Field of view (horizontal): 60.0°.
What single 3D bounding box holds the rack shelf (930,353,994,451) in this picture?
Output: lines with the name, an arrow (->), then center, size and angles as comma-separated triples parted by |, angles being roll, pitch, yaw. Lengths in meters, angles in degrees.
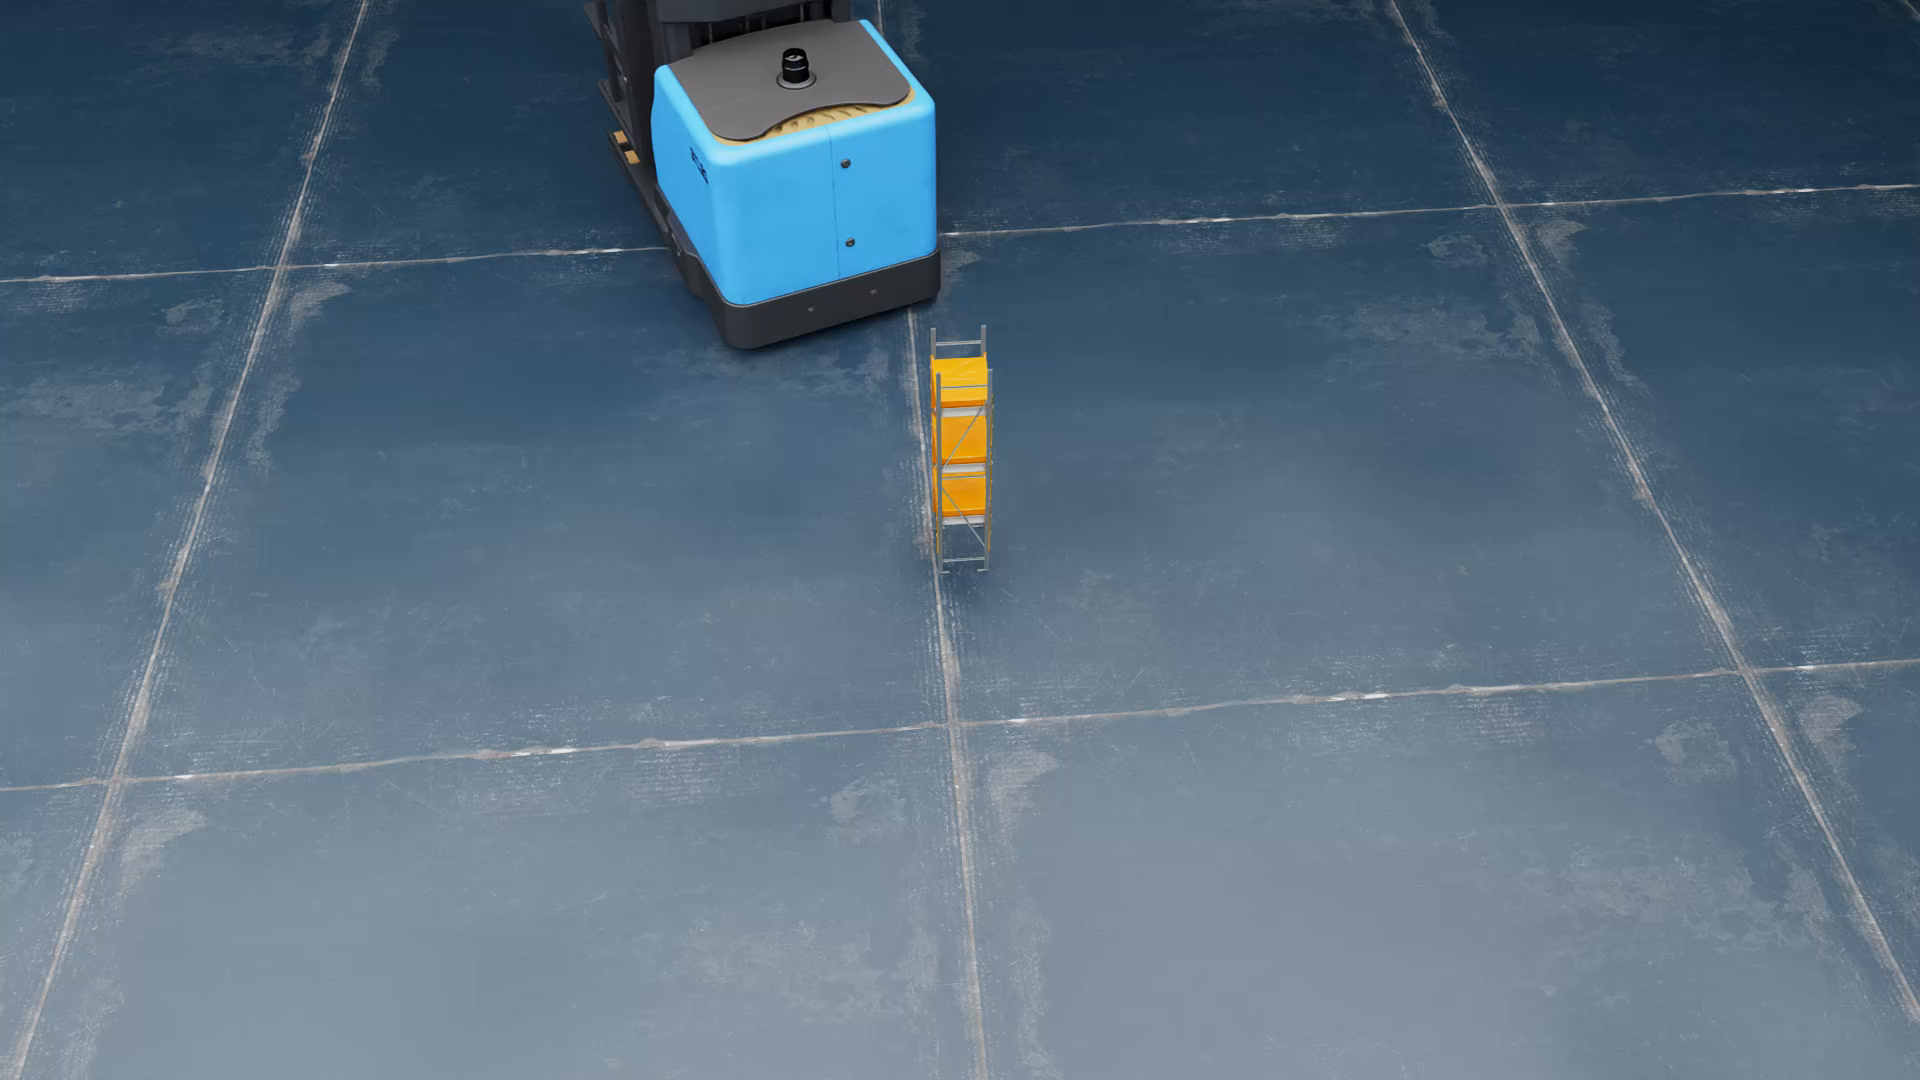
rack shelf -> 0.004, -0.510, 6.134 | 0.215, 0.259, 0.240 | -3, 47, -3

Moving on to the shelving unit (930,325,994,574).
shelving unit -> 0.004, -0.322, 6.332 | 0.215, 1.050, 0.252 | -3, 47, -3

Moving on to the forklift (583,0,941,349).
forklift -> -1.163, -2.948, 7.523 | 1.130, 2.935, 3.031 | -18, 49, -17

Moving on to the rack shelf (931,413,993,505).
rack shelf -> 0.004, -0.315, 6.340 | 0.215, 0.259, 0.240 | -3, 47, -3

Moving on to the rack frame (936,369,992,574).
rack frame -> 0.015, -0.234, 6.249 | 0.200, 1.050, 0.008 | -3, 47, -3

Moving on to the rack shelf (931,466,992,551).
rack shelf -> 0.004, -0.124, 6.542 | 0.215, 0.259, 0.240 | -3, 47, -3

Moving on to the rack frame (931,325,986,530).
rack frame -> -0.006, -0.411, 6.416 | 0.200, 1.050, 0.008 | -3, 47, -3
